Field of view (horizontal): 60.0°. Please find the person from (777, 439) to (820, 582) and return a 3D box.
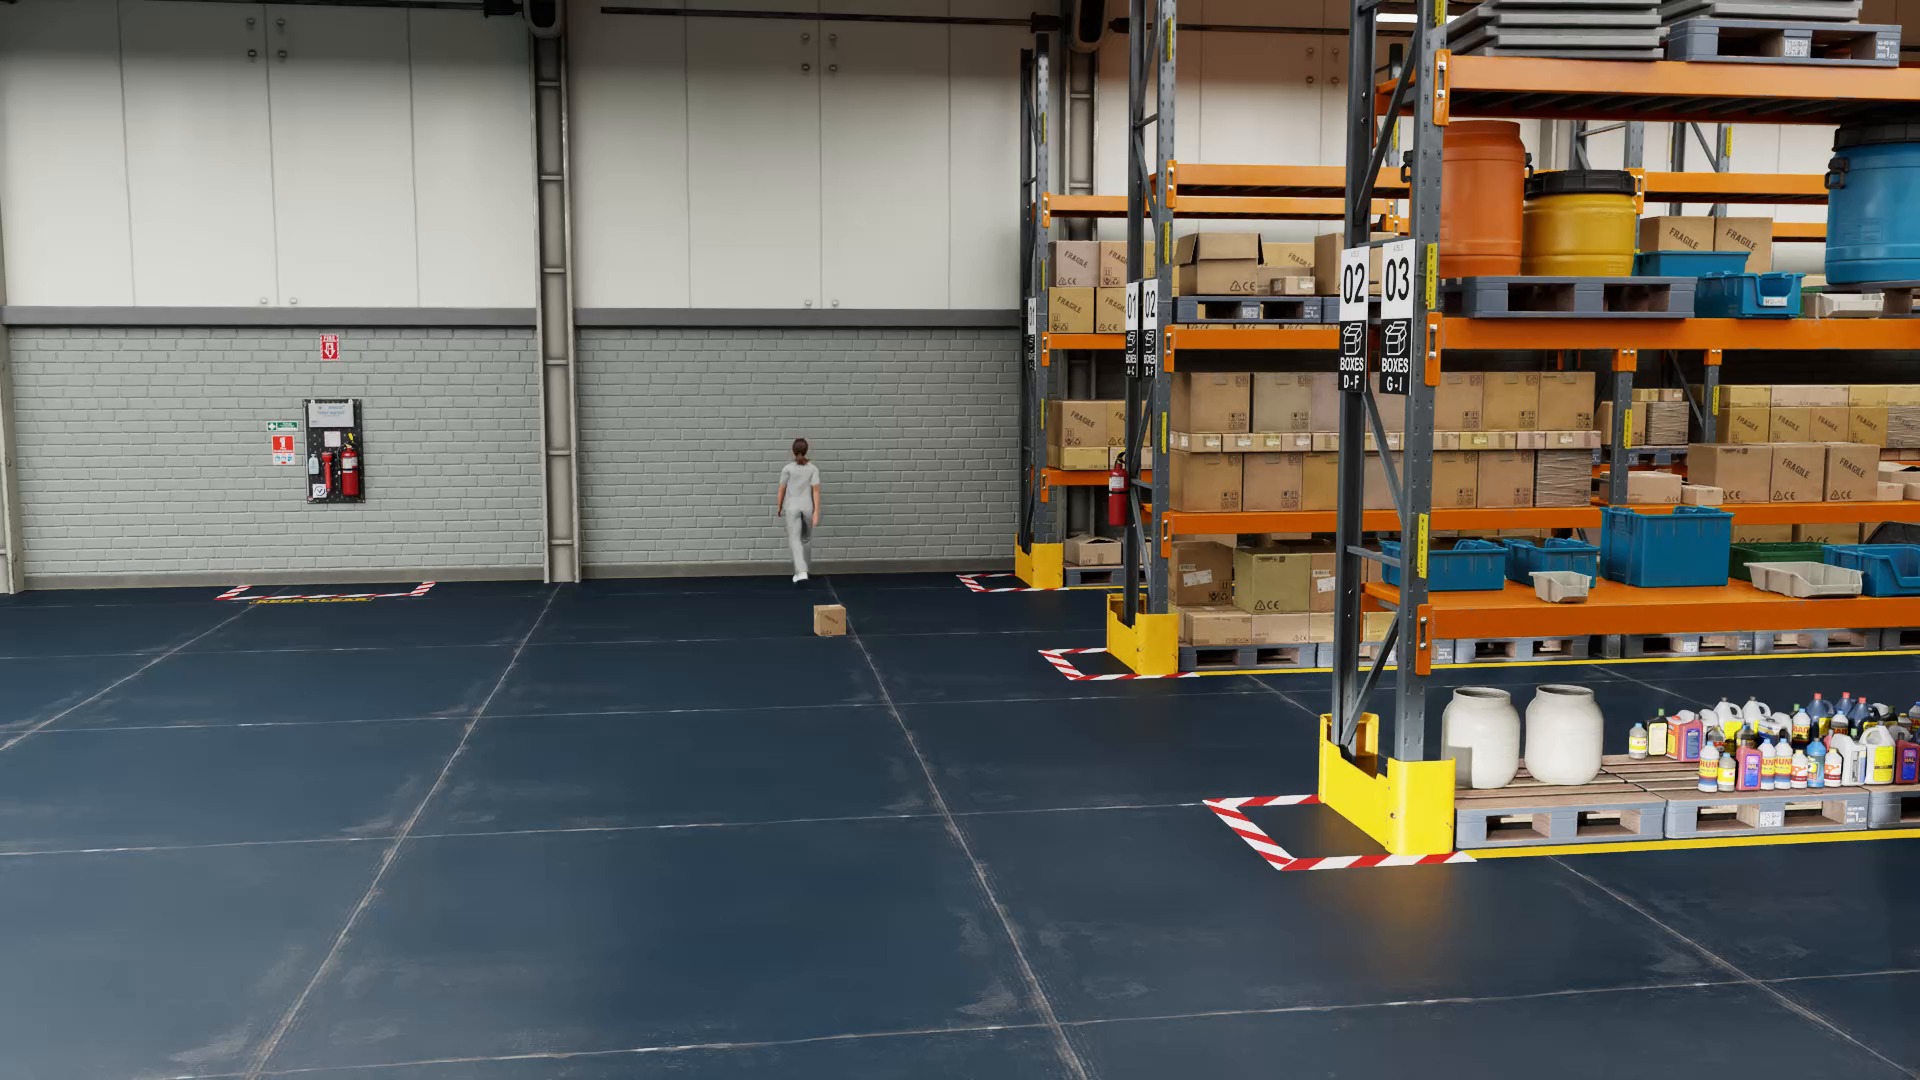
[{"bbox_3d":[-1.813,-0.331,18.698,0.454,1.624,0.989,-2,7,-17],"label":"person"}]
